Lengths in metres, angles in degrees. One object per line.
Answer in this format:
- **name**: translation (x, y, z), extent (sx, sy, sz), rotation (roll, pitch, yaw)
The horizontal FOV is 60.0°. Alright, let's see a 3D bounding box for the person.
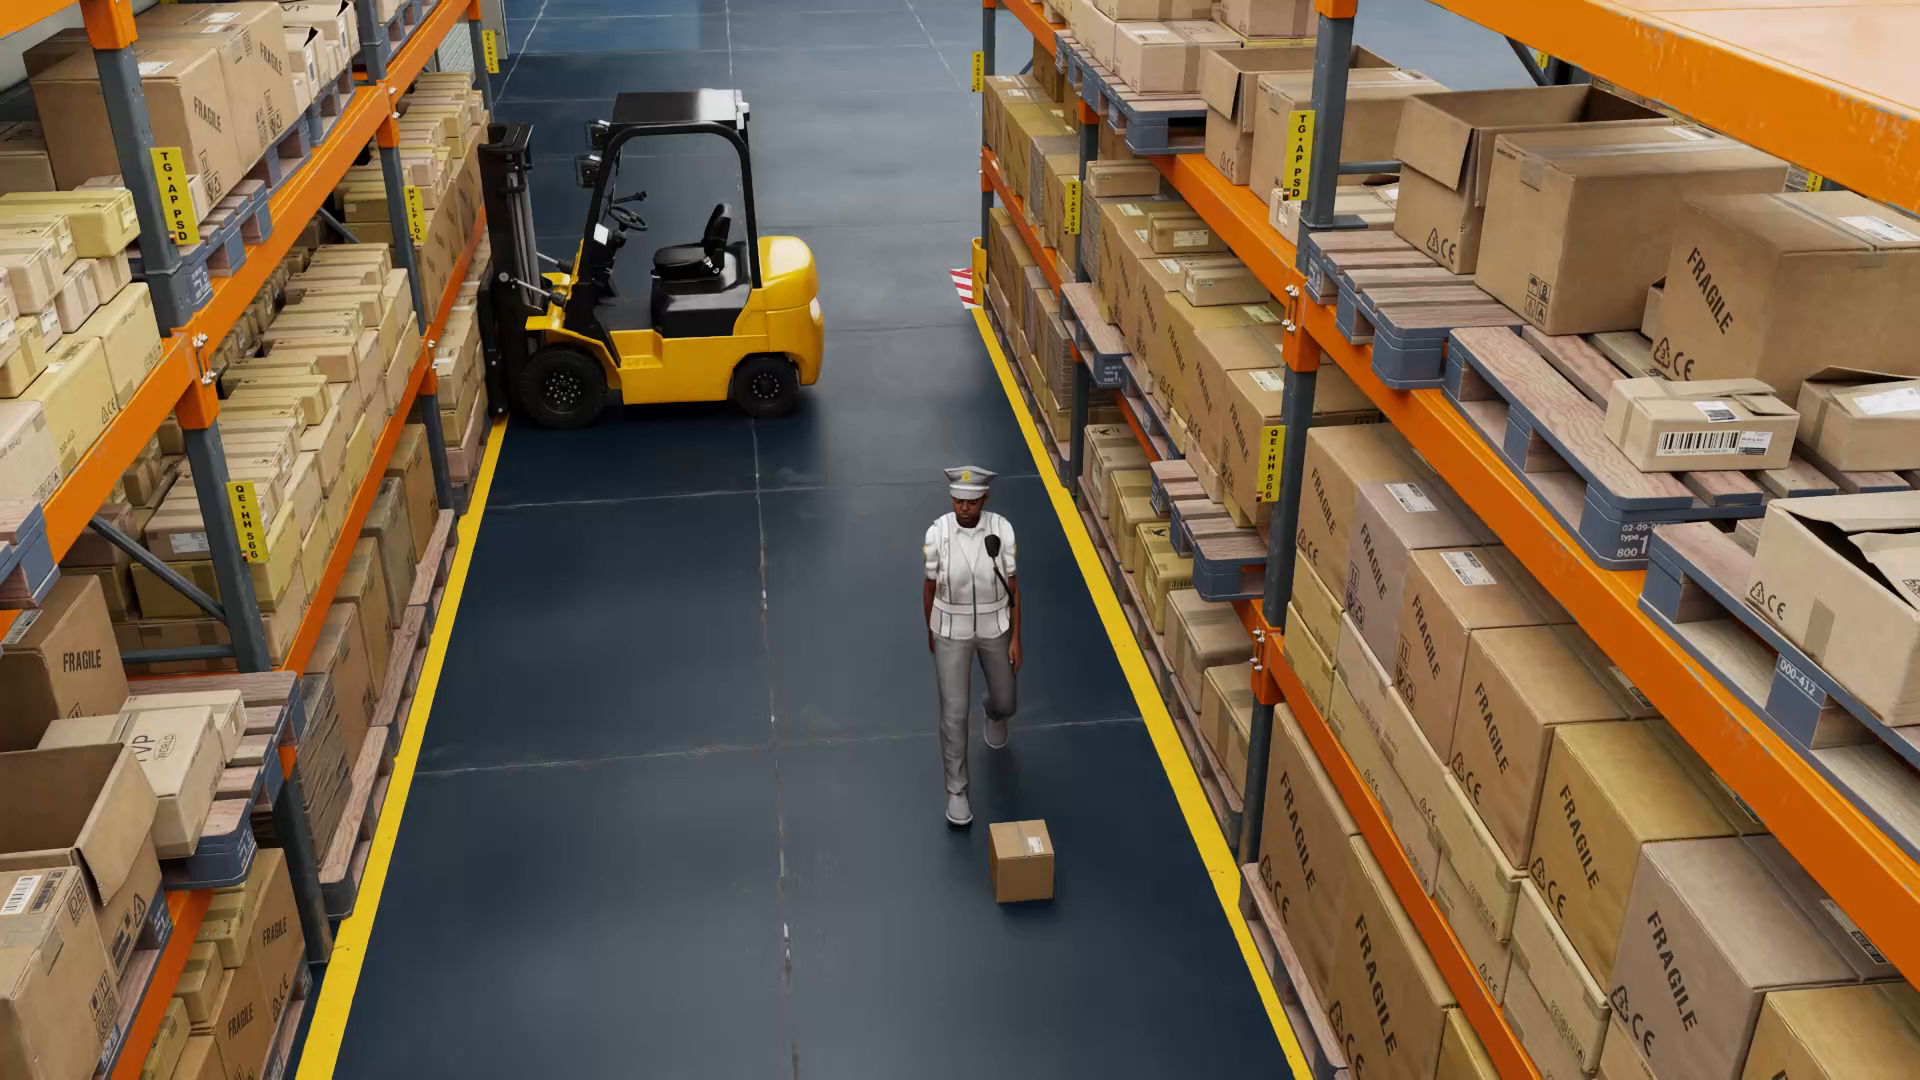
- **person**: translation (0.062, 0.429, 7.730), extent (0.448, 1.658, 0.790), rotation (-3, 27, -6)
